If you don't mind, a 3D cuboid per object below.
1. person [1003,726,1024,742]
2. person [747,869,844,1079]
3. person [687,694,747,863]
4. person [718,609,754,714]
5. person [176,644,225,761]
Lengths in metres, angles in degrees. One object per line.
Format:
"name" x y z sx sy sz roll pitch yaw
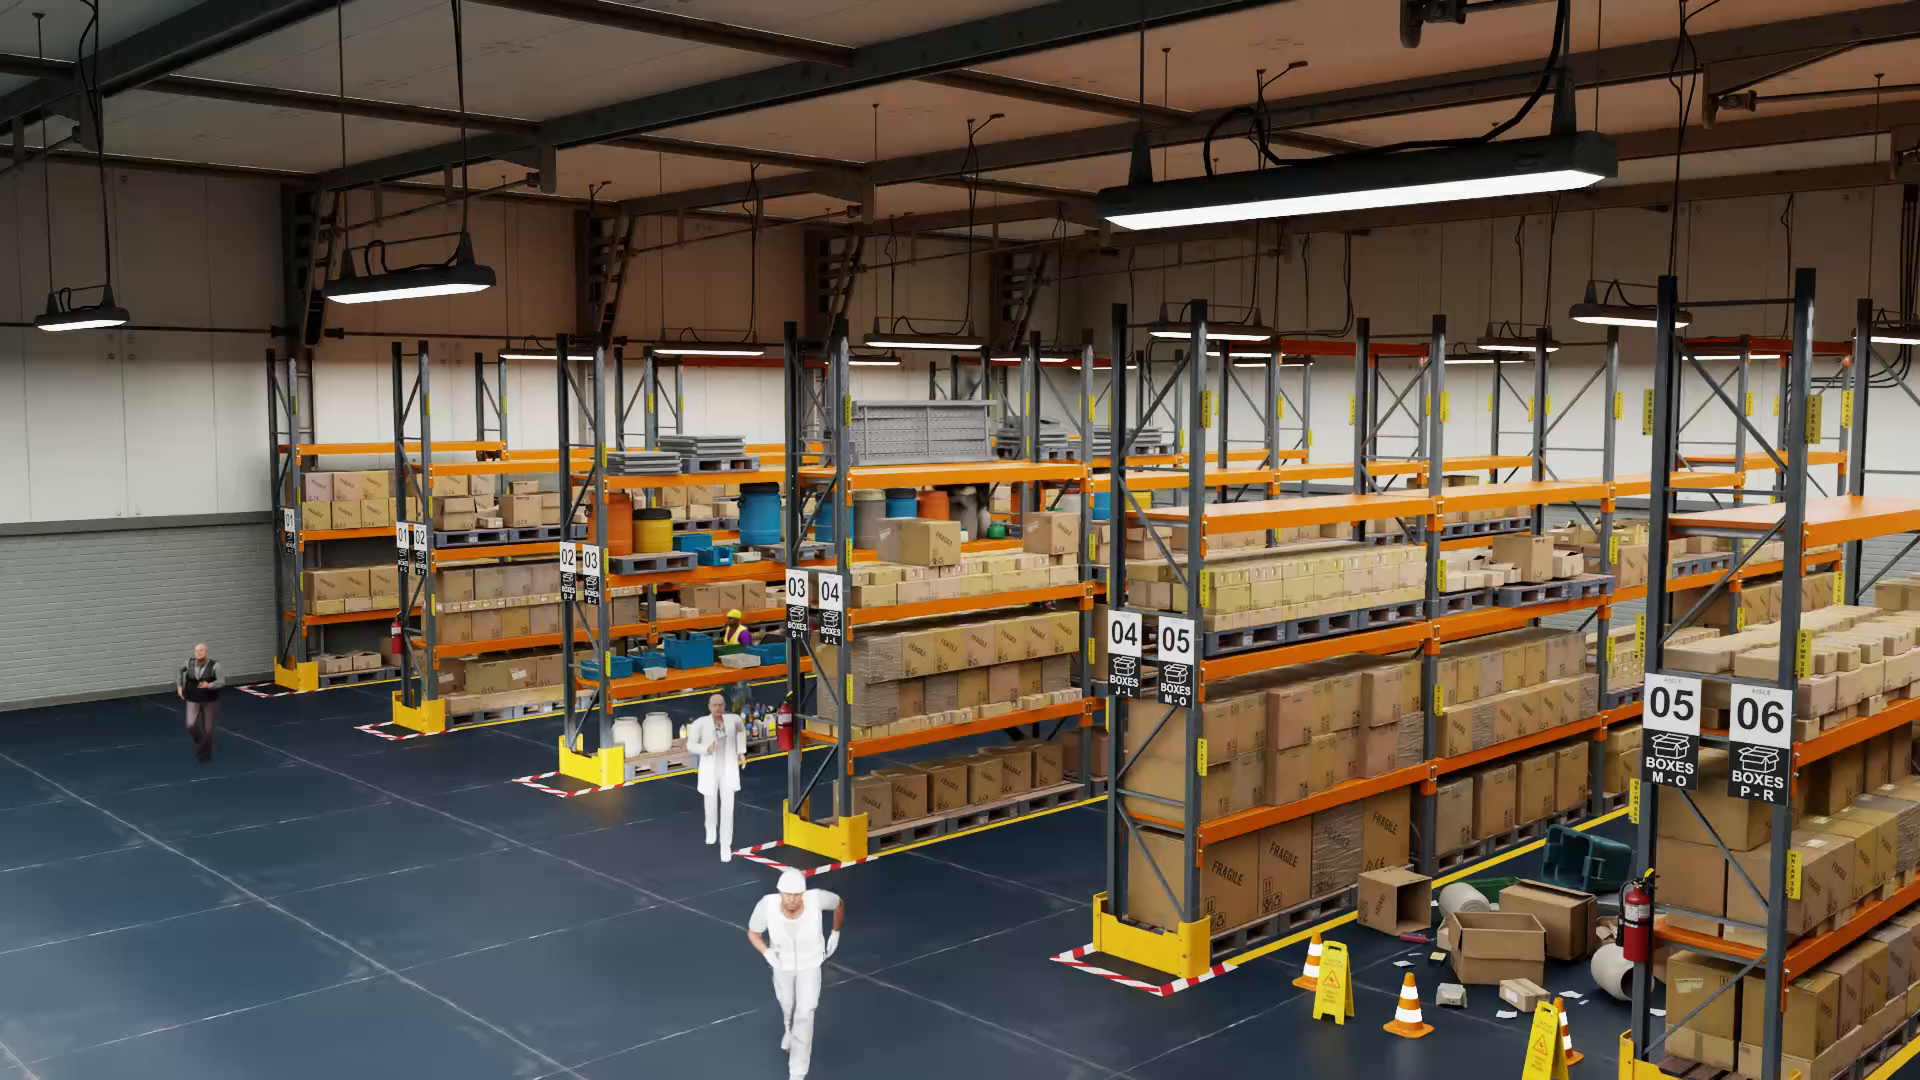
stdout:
"person" 0.757 2.334 23.458 0.636 1.570 0.512 -4 7 -41
"person" -1.243 3.250 12.631 0.727 1.730 1.051 0 5 -5
"person" -2.744 2.633 18.797 0.680 1.822 0.977 -1 5 -12
"person" -3.617 1.961 26.824 0.736 1.711 0.783 4 6 40
"person" -10.675 2.282 23.375 0.688 1.669 0.782 -1 5 -13
